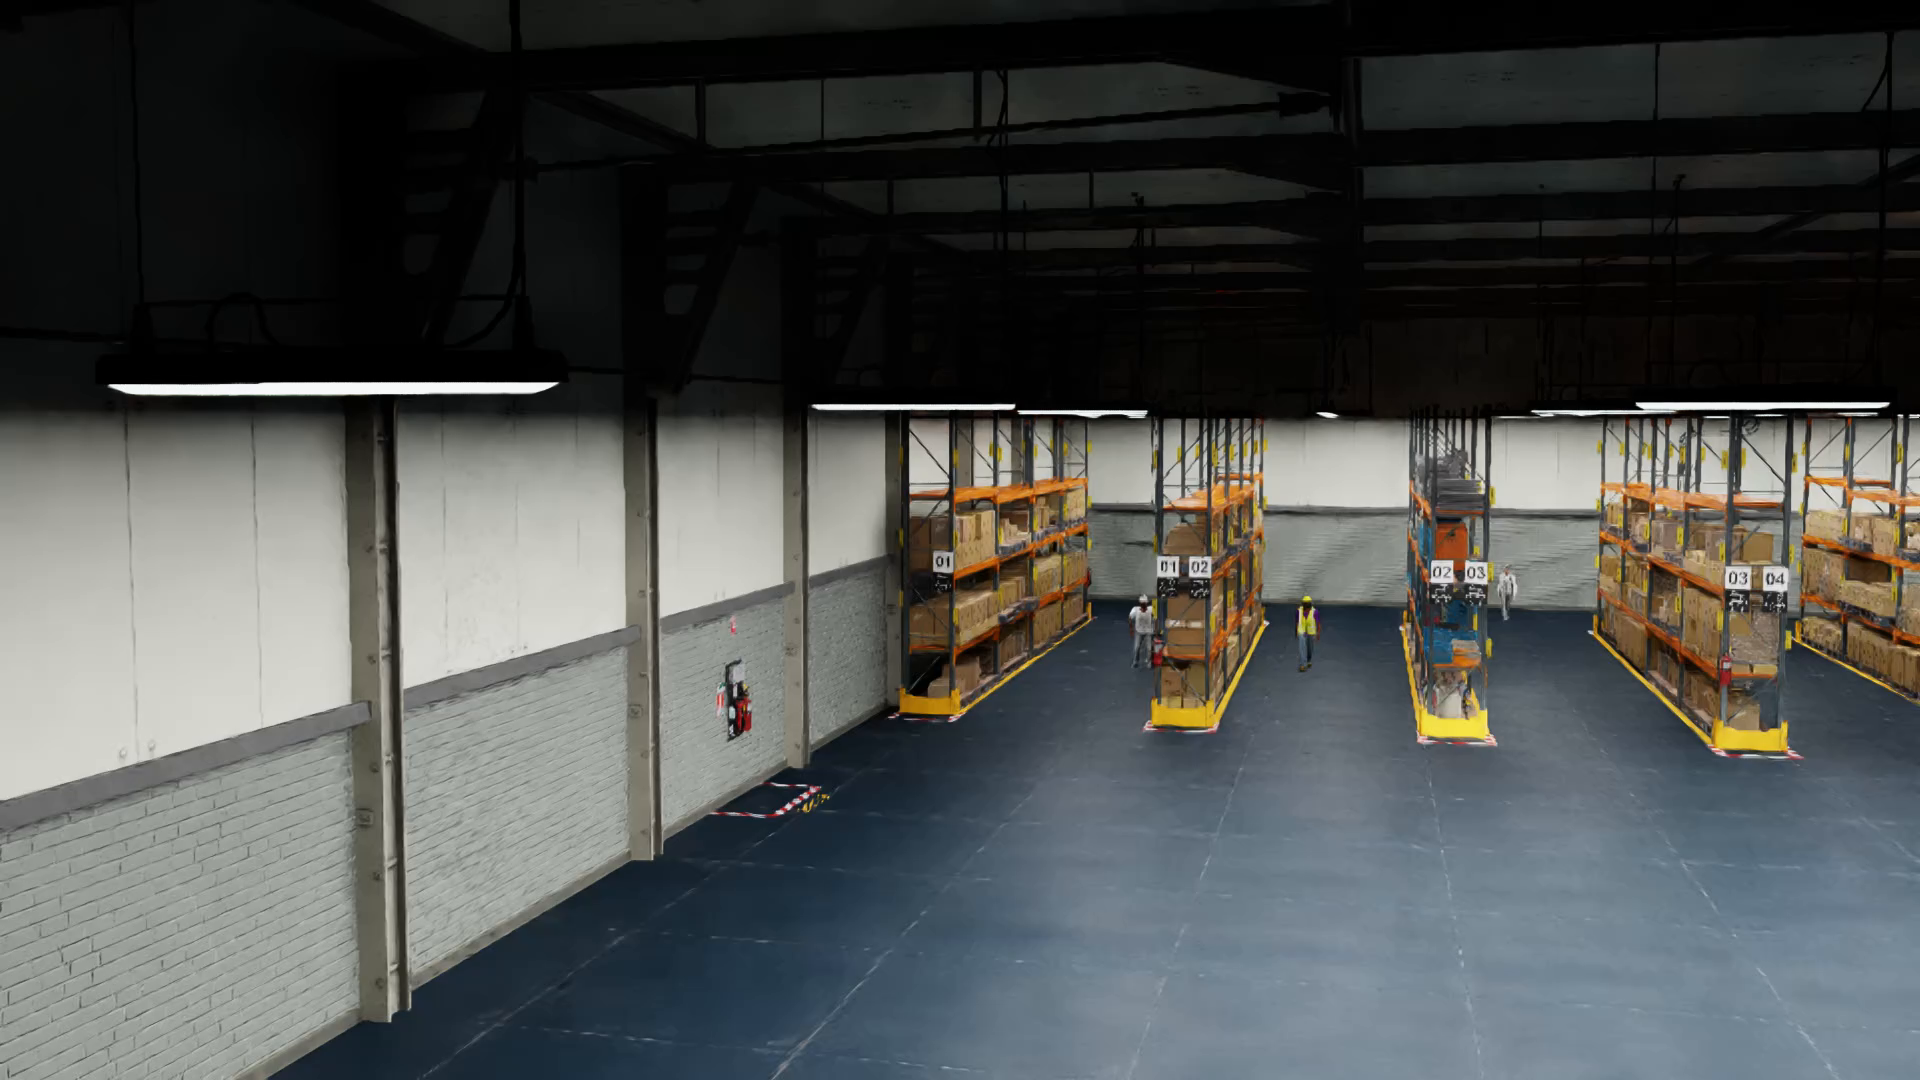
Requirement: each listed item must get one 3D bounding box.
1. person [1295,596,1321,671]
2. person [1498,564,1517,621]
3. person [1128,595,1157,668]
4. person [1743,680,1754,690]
[{"bbox_3d":[7.990,2.127,38.218,0.591,1.716,1.042,1,4,13],"label":"person"},{"bbox_3d":[15.693,1.485,47.669,0.502,1.625,0.997,1,4,13],"label":"person"},{"bbox_3d":[4.244,2.117,38.455,0.719,1.714,0.578,1,4,12],"label":"person"},{"bbox_3d":[16.885,2.341,35.461,0.540,1.643,1.120,1,4,11],"label":"person"}]
